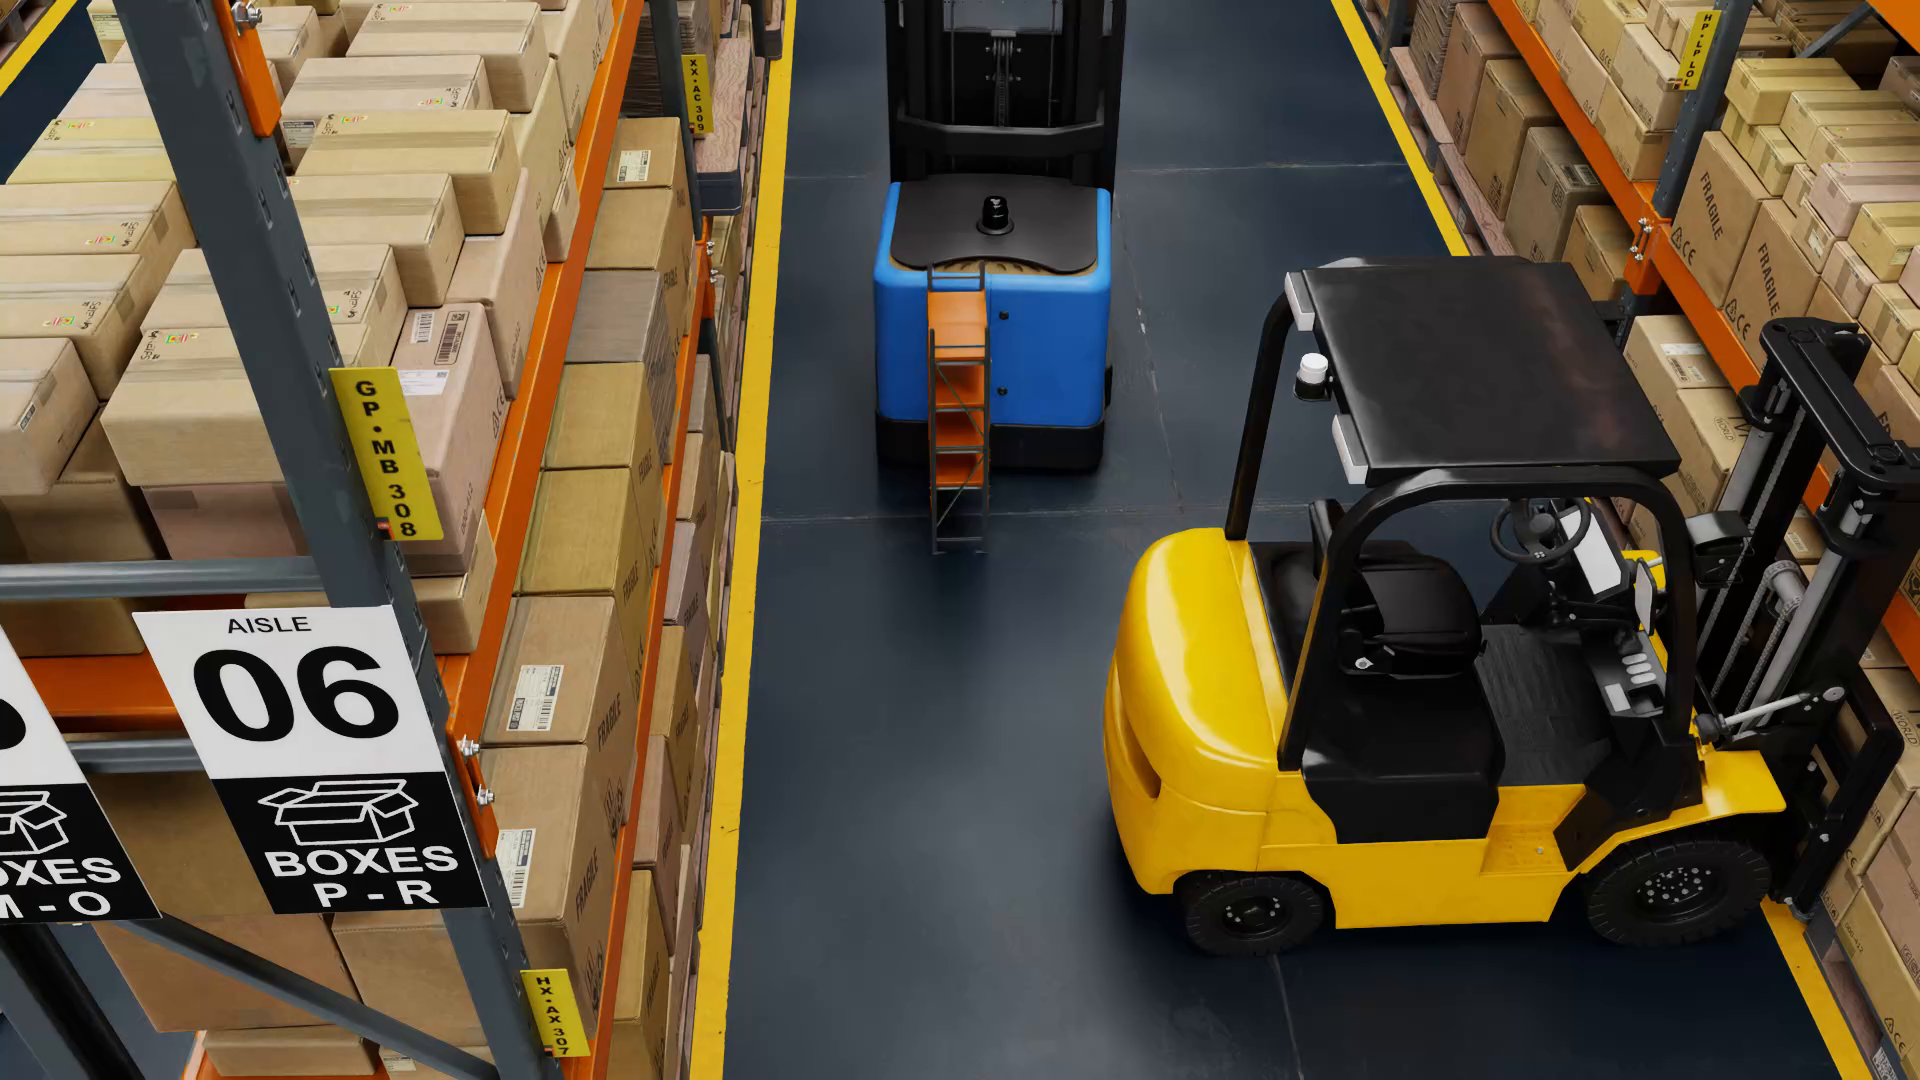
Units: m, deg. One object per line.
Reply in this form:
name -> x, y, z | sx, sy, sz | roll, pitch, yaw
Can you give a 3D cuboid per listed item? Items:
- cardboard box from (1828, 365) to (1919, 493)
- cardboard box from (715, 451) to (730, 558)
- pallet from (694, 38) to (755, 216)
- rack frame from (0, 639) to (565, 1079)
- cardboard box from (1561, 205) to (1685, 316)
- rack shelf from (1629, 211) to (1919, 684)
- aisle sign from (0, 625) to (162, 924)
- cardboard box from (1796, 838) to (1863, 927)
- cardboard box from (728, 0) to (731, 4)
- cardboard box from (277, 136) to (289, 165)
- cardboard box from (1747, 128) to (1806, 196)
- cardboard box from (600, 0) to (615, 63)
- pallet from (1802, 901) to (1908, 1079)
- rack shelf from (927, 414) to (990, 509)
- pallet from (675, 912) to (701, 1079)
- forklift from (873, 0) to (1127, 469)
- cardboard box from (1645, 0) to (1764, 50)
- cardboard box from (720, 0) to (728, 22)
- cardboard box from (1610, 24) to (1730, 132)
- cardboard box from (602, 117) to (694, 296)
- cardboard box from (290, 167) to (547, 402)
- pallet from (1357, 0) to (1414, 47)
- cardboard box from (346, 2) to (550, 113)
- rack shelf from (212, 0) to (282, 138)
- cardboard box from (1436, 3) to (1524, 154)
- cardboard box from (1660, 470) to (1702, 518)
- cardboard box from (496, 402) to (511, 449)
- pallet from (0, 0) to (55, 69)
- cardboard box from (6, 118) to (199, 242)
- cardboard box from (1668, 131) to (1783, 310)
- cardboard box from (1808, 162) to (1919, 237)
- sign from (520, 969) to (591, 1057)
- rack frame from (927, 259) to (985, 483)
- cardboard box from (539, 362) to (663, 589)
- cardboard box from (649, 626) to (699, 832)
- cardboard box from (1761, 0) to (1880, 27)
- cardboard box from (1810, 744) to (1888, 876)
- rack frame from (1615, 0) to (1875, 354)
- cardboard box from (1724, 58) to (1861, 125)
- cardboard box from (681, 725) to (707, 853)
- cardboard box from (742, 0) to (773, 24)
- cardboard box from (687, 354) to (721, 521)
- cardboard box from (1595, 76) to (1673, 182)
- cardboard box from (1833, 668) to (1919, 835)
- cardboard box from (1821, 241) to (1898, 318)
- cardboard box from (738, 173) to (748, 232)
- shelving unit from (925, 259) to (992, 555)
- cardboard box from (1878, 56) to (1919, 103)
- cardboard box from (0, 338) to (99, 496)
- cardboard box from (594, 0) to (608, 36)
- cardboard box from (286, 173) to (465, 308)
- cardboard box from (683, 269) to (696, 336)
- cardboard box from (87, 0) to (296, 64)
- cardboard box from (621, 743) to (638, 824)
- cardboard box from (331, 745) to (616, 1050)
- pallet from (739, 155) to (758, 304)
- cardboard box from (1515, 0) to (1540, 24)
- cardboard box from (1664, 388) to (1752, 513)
cardboard box -> 3.223, -0.219, 5.345 | 0.500, 0.500, 0.500 | -1, 43, -2
cardboard box -> -1.262, -0.128, 7.043 | 0.500, 0.250, 0.500 | 0, 43, 0
pallet -> -1.442, -1.827, 7.315 | 1.003, 0.211, 1.213 | -2, 43, -2
rack frame -> -1.385, 1.323, 3.737 | 1.000, 3.000, 0.127 | -2, 43, -2
cardboard box -> 3.370, -1.154, 7.886 | 0.875, 0.625, 0.625 | 0, 43, 0
rack shelf -> 3.489, 0.093, 5.611 | 1.077, 0.370, 4.000 | -2, 43, -2
aisle sign -> -1.673, 0.414, 2.804 | 0.394, 0.787, 0.004 | -2, 43, -2
cardboard box -> 3.214, 1.054, 5.754 | 0.500, 0.250, 0.500 | -1, 43, -1
cardboard box -> -1.291, -2.703, 8.004 | 0.380, 0.149, 0.250 | 0, 43, 0
cardboard box -> -1.723, -0.865, 3.794 | 0.500, 0.250, 0.500 | -1, 43, -1
cardboard box -> 3.167, -1.401, 6.154 | 0.380, 0.149, 0.250 | -1, 43, -1
cardboard box -> -1.208, -1.492, 4.773 | 0.380, 0.149, 0.250 | -1, 43, -1
pallet -> 3.499, 1.690, 5.399 | 1.003, 0.211, 1.213 | -2, 43, -2
rack shelf -> -0.009, -0.353, 7.290 | 0.258, 0.148, 0.480 | -1, 42, -1
pallet -> -1.388, 1.750, 5.335 | 1.003, 0.211, 1.213 | -2, 43, -2
forklift -> 0.221, -2.391, 7.839 | 1.130, 2.935, 3.031 | 2, 43, 3
cardboard box -> 3.138, -2.197, 7.022 | 0.380, 0.149, 0.250 | -2, 43, -2
cardboard box -> -1.318, -2.676, 7.494 | 0.500, 0.500, 0.500 | -2, 43, -2
cardboard box -> 3.127, -1.976, 7.076 | 0.500, 0.250, 0.500 | -2, 43, -3
cardboard box -> -1.288, -1.231, 6.229 | 0.500, 0.500, 0.500 | -3, 43, -3
cardboard box -> -1.152, -0.525, 3.423 | 0.500, 0.250, 0.500 | -2, 43, -2
pallet -> 3.240, -3.700, 11.280 | 1.003, 0.211, 1.213 | -2, 43, -2
cardboard box -> -1.144, -1.085, 3.740 | 0.380, 0.149, 0.250 | -1, 43, -1
rack shelf -> -1.470, -1.973, 3.427 | 1.077, 0.370, 4.000 | -2, 43, -2
cardboard box -> 3.282, -2.640, 9.507 | 0.875, 0.625, 0.625 | 0, 43, 0
cardboard box -> 3.139, -0.173, 6.723 | 0.500, 0.250, 0.500 | -2, 43, -2
cardboard box -> -1.153, -0.278, 3.449 | 0.380, 0.149, 0.250 | -1, 43, -1
pallet -> -6.698, -3.368, 10.917 | 1.003, 0.211, 1.213 | -2, 43, -2
cardboard box -> -1.656, -0.724, 3.346 | 0.380, 0.149, 0.250 | -1, 43, -2
cardboard box -> 3.162, -1.253, 6.472 | 0.500, 0.500, 0.500 | -3, 43, -3
cardboard box -> 3.150, -1.162, 5.673 | 0.380, 0.149, 0.250 | -1, 43, -1
sign -> -0.843, 0.988, 3.461 | 0.100, 0.325, 0.005 | -2, 43, -2
rack frame -> -0.017, -0.714, 7.291 | 0.240, 1.200, 0.015 | -1, 42, -1
cardboard box -> -1.206, -0.188, 5.091 | 0.500, 0.500, 0.500 | -2, 43, -3
cardboard box -> -1.185, 0.645, 5.646 | 0.500, 0.500, 0.500 | -1, 43, -1
cardboard box -> 3.644, -2.225, 7.053 | 0.380, 0.149, 0.250 | -3, 43, -3
cardboard box -> 3.187, 0.846, 5.611 | 0.500, 0.250, 0.500 | -3, 43, -3
rack frame -> 3.404, -1.523, 6.841 | 1.000, 3.000, 0.127 | -2, 43, -2
cardboard box -> 3.121, -1.685, 6.244 | 0.380, 0.149, 0.250 | -1, 43, -1
cardboard box -> -1.193, 0.916, 5.905 | 0.500, 0.250, 0.500 | 1, 43, 1
cardboard box -> -1.672, -3.918, 10.716 | 0.875, 0.875, 0.875 | -2, 43, -2
cardboard box -> -1.262, -0.404, 6.789 | 0.500, 0.500, 0.500 | -2, 43, -2
cardboard box -> 3.121, -1.800, 7.255 | 0.500, 0.250, 0.500 | -1, 43, -1
cardboard box -> 3.184, 0.681, 5.421 | 0.500, 0.250, 0.500 | -1, 43, -1
cardboard box -> 3.152, -0.880, 5.586 | 0.380, 0.149, 0.250 | -2, 43, -2
cardboard box -> -1.645, -1.873, 8.857 | 0.950, 0.372, 0.625 | 0, 43, 0
shelving unit -> -0.009, -0.550, 7.111 | 0.258, 1.200, 0.503 | -1, 42, -1
cardboard box -> 3.719, -1.702, 6.262 | 0.380, 0.149, 0.250 | -2, 43, -2
cardboard box -> -1.695, -0.204, 2.779 | 0.380, 0.149, 0.250 | -1, 43, -1
cardboard box -> -1.238, -1.562, 4.555 | 0.500, 0.250, 0.500 | -2, 43, -2
cardboard box -> -1.172, -0.571, 3.178 | 0.380, 0.149, 0.250 | -2, 43, -2
cardboard box -> -1.220, -0.909, 6.357 | 0.380, 0.149, 0.250 | -1, 43, -1
cardboard box -> -1.793, -1.239, 3.907 | 0.380, 0.149, 0.250 | -1, 43, -1
cardboard box -> -1.113, 0.656, 4.650 | 0.380, 0.149, 0.250 | -1, 43, -1
cardboard box -> -1.128, 0.848, 3.960 | 0.500, 0.500, 0.500 | -2, 43, -2
pallet -> -1.645, -1.701, 9.099 | 1.003, 0.211, 1.213 | -2, 43, -2
cardboard box -> 3.074, -2.824, 8.372 | 0.500, 0.250, 0.500 | 0, 43, 0
cardboard box -> 3.122, -0.351, 6.547 | 0.500, 0.250, 0.500 | -2, 43, -2
